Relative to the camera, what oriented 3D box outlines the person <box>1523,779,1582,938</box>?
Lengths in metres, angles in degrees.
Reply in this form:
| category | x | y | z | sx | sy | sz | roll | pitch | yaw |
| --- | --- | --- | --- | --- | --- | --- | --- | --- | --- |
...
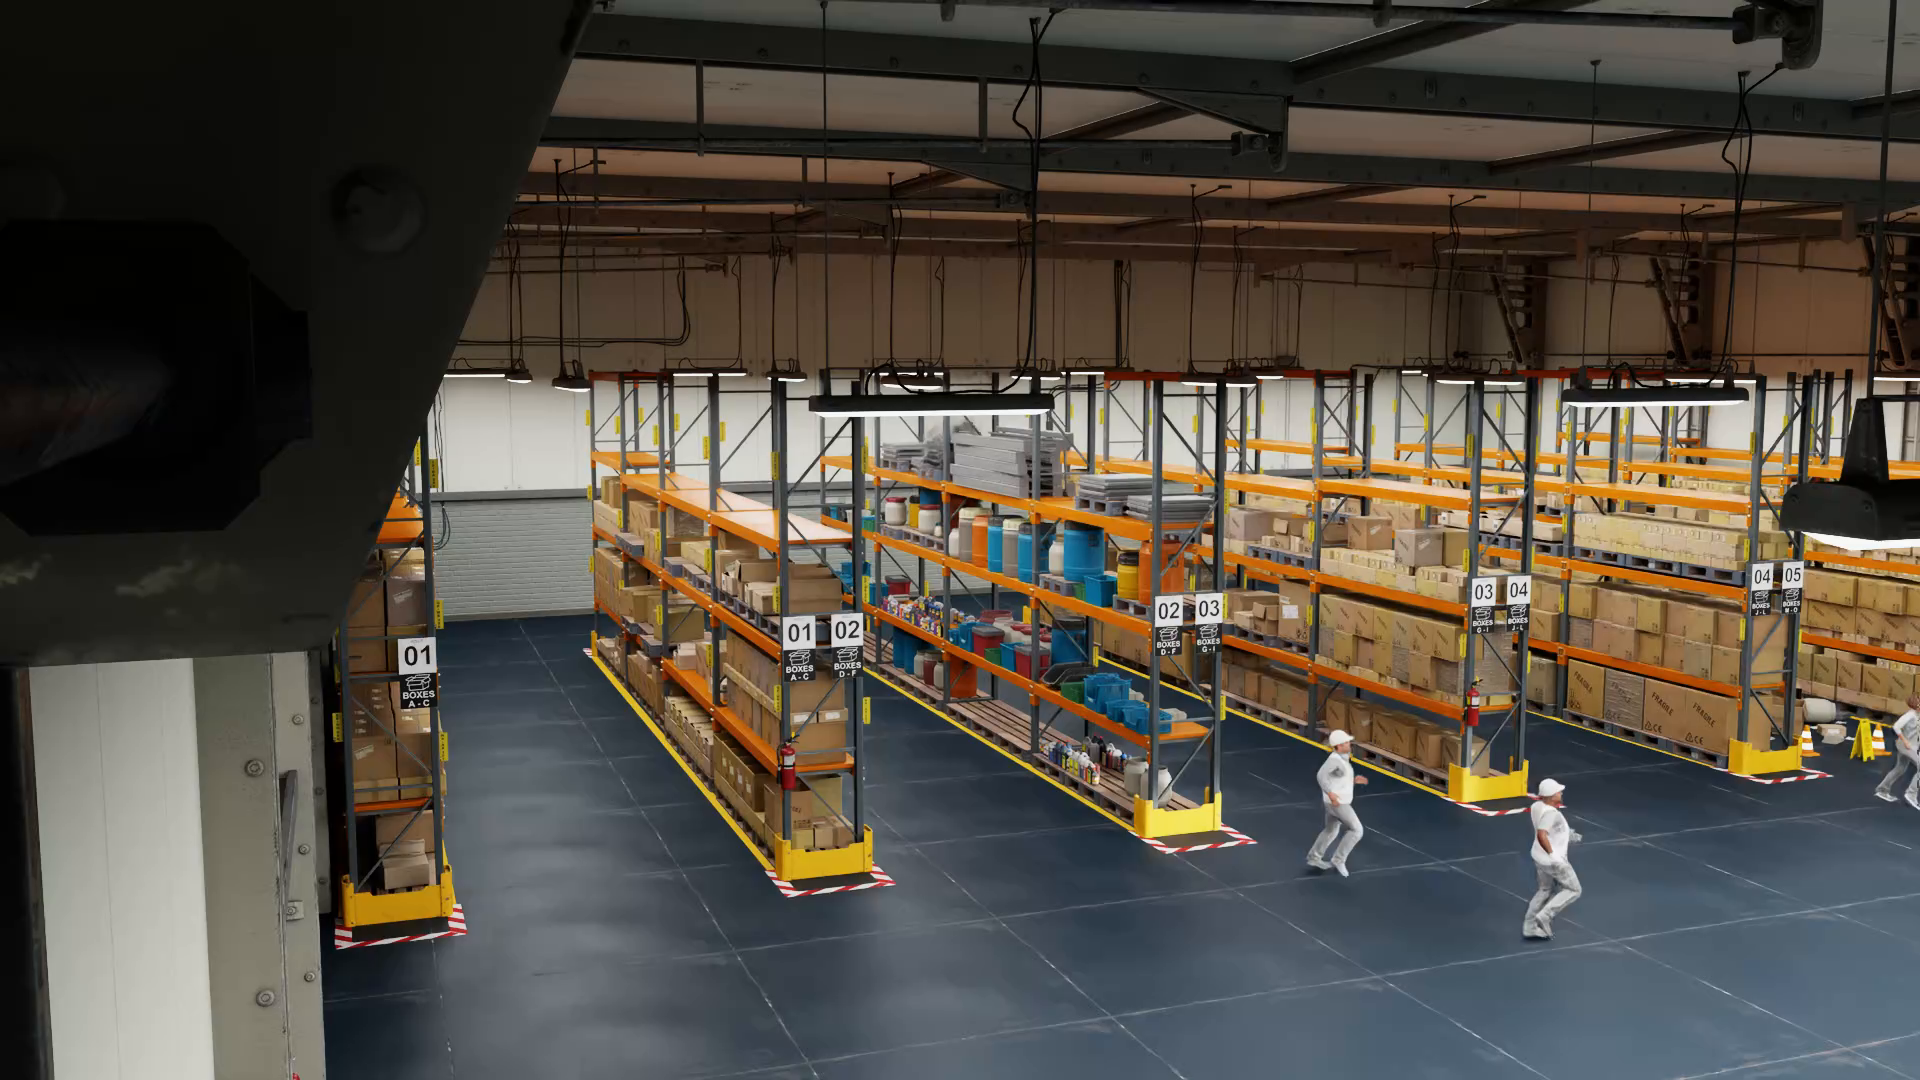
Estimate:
| category | x | y | z | sx | sy | sz | roll | pitch | yaw |
| --- | --- | --- | --- | --- | --- | --- | --- | --- | --- |
| person | 6.438 | 3.444 | 17.995 | 0.634 | 1.738 | 0.668 | 0 | 6 | -3 |

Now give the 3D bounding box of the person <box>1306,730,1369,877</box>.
| category | x | y | z | sx | sy | sz | roll | pitch | yaw |
| --- | --- | --- | --- | --- | --- | --- | --- | --- | --- |
| person | 4.607 | 3.200 | 20.284 | 0.722 | 1.797 | 0.635 | 1 | 7 | 13 |

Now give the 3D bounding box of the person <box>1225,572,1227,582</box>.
| category | x | y | z | sx | sy | sz | roll | pitch | yaw |
| --- | --- | --- | --- | --- | --- | --- | --- | --- | --- |
| person | 6.500 | 0.938 | 41.206 | 0.754 | 1.649 | 0.572 | -3 | 7 | -24 |

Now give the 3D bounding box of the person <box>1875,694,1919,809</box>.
| category | x | y | z | sx | sy | sz | roll | pitch | yaw |
| --- | --- | --- | --- | --- | --- | --- | --- | --- | --- |
| person | 13.290 | 2.945 | 23.296 | 0.737 | 1.601 | 0.503 | 4 | 7 | 30 |
